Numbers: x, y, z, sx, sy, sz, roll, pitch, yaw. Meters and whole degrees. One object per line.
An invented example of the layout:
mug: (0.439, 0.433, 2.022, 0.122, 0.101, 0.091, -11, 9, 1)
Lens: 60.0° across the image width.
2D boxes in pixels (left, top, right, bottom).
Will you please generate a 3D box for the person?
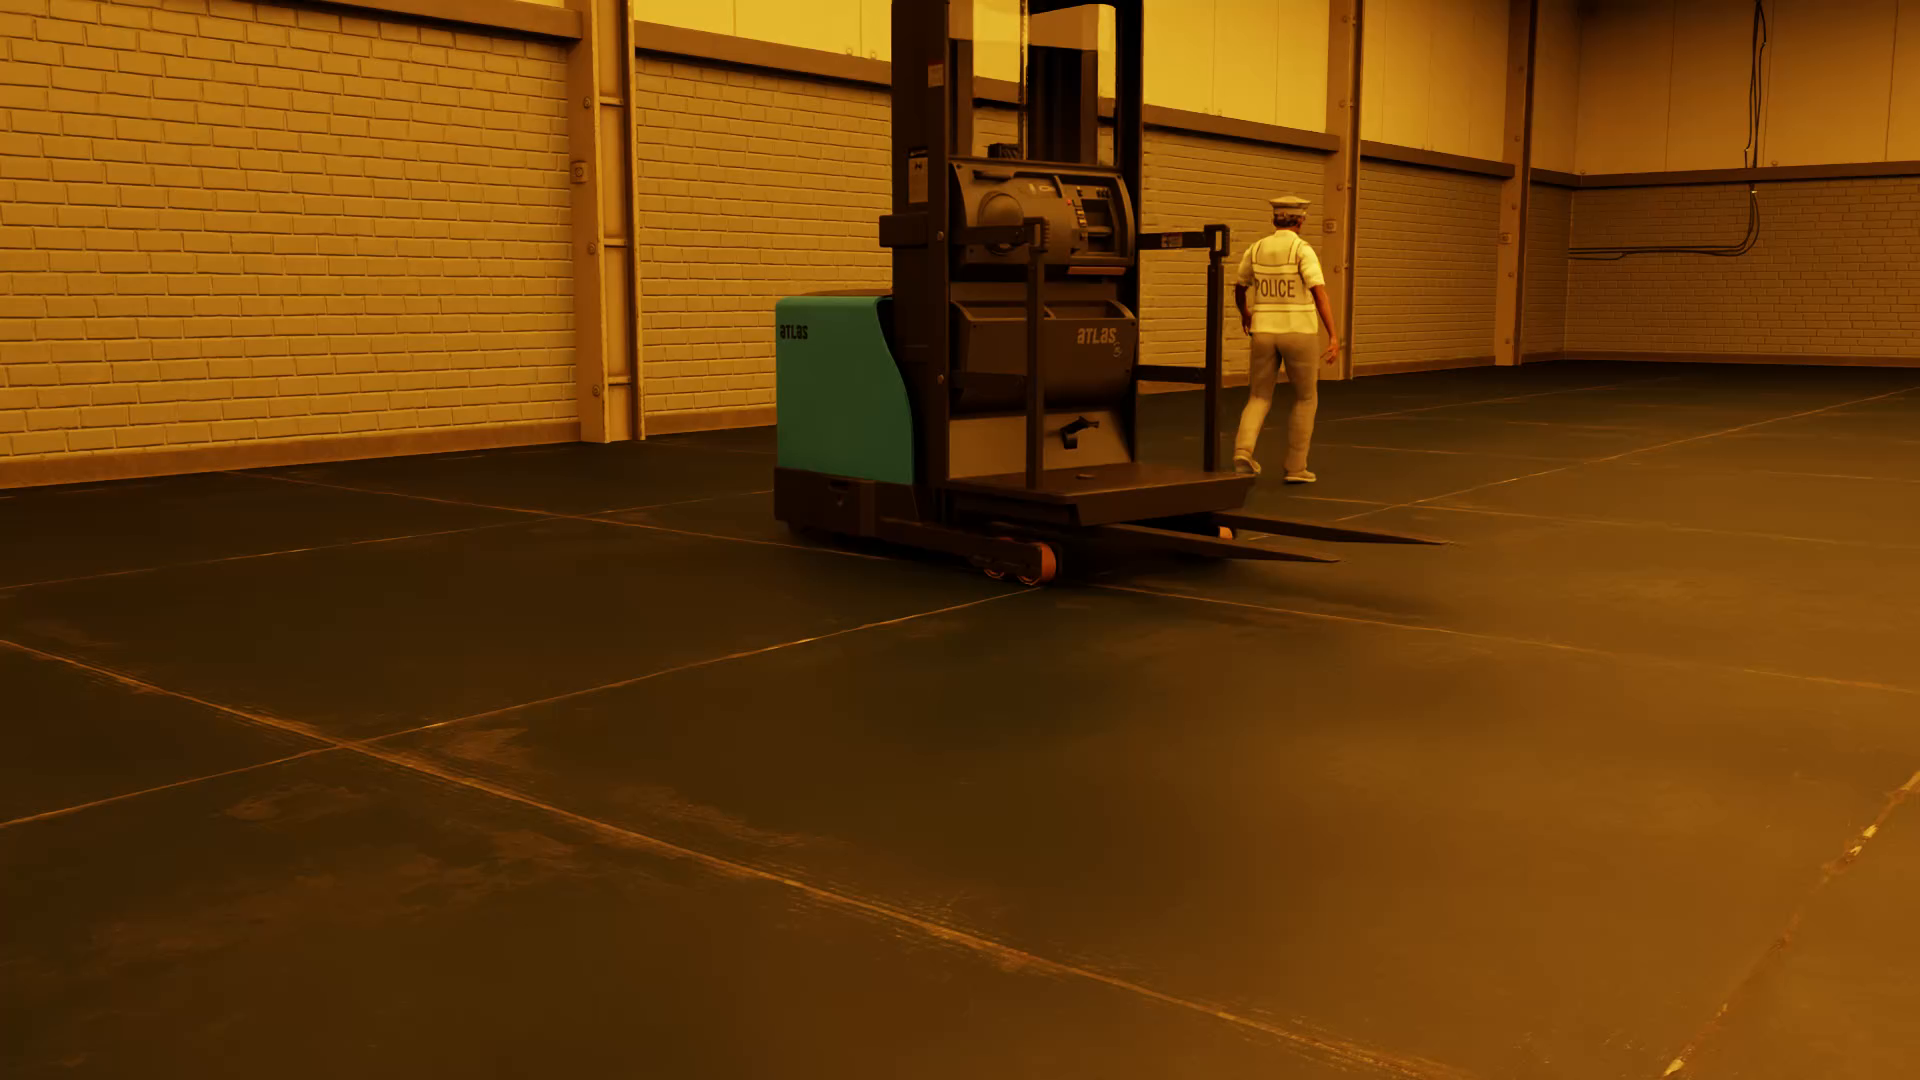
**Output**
person: (1.868, -1.138, 9.546, 0.779, 1.646, 0.648, 6, 10, 34)

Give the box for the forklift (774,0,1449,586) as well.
forklift: (0.487, -1.360, 6.579, 1.130, 2.935, 3.031, -7, 11, -39)
